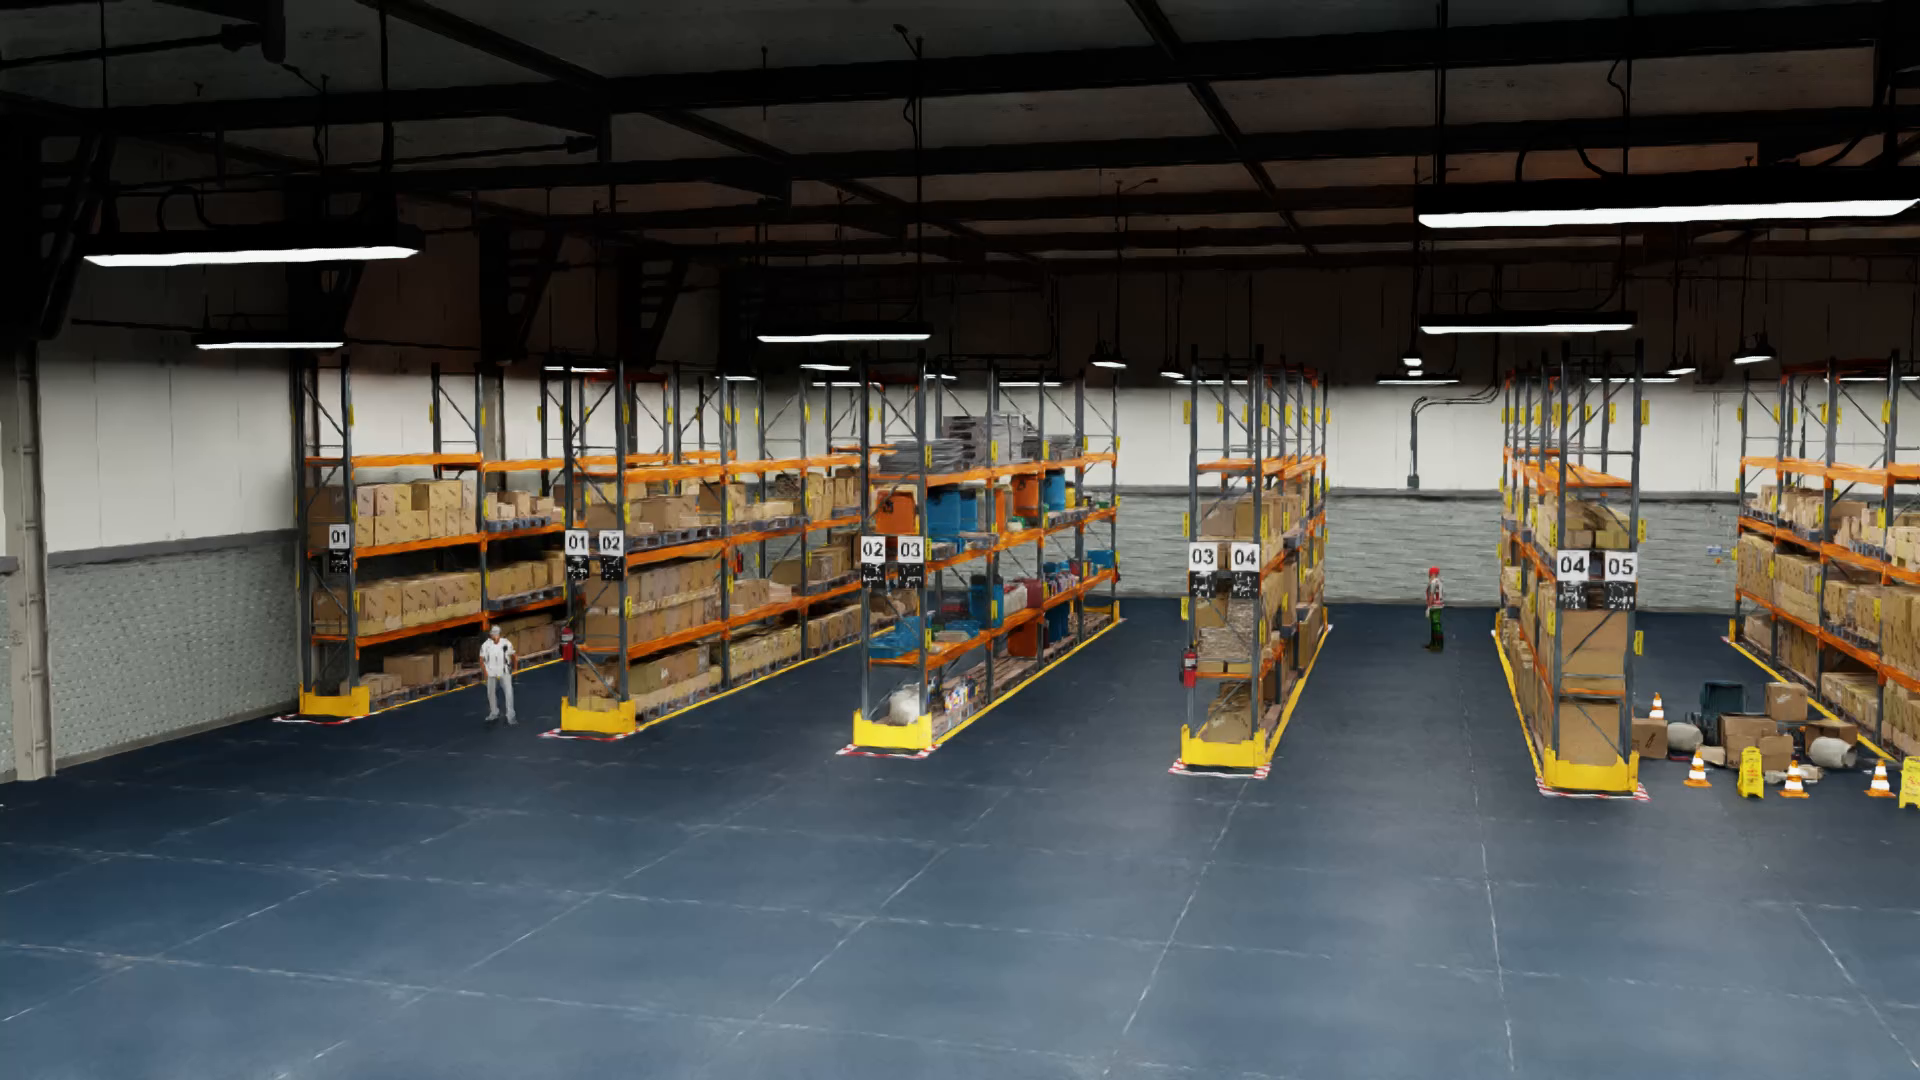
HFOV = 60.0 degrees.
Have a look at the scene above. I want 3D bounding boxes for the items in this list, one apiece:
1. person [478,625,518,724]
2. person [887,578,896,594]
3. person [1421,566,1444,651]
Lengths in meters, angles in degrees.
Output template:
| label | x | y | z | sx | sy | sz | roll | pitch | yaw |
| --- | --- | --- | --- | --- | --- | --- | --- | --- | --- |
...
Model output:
| label | x | y | z | sx | sy | sz | roll | pitch | yaw |
| --- | --- | --- | --- | --- | --- | --- | --- | --- | --- |
| person | -7.491 | 2.171 | 27.047 | 0.643 | 1.610 | 0.749 | 0 | 4 | -6 |
| person | -1.968 | 0.760 | 46.297 | 0.417 | 1.517 | 1.036 | 1 | 5 | 18 |
| person | 10.067 | 1.443 | 35.381 | 0.544 | 1.788 | 0.625 | 3 | 5 | 32 |
